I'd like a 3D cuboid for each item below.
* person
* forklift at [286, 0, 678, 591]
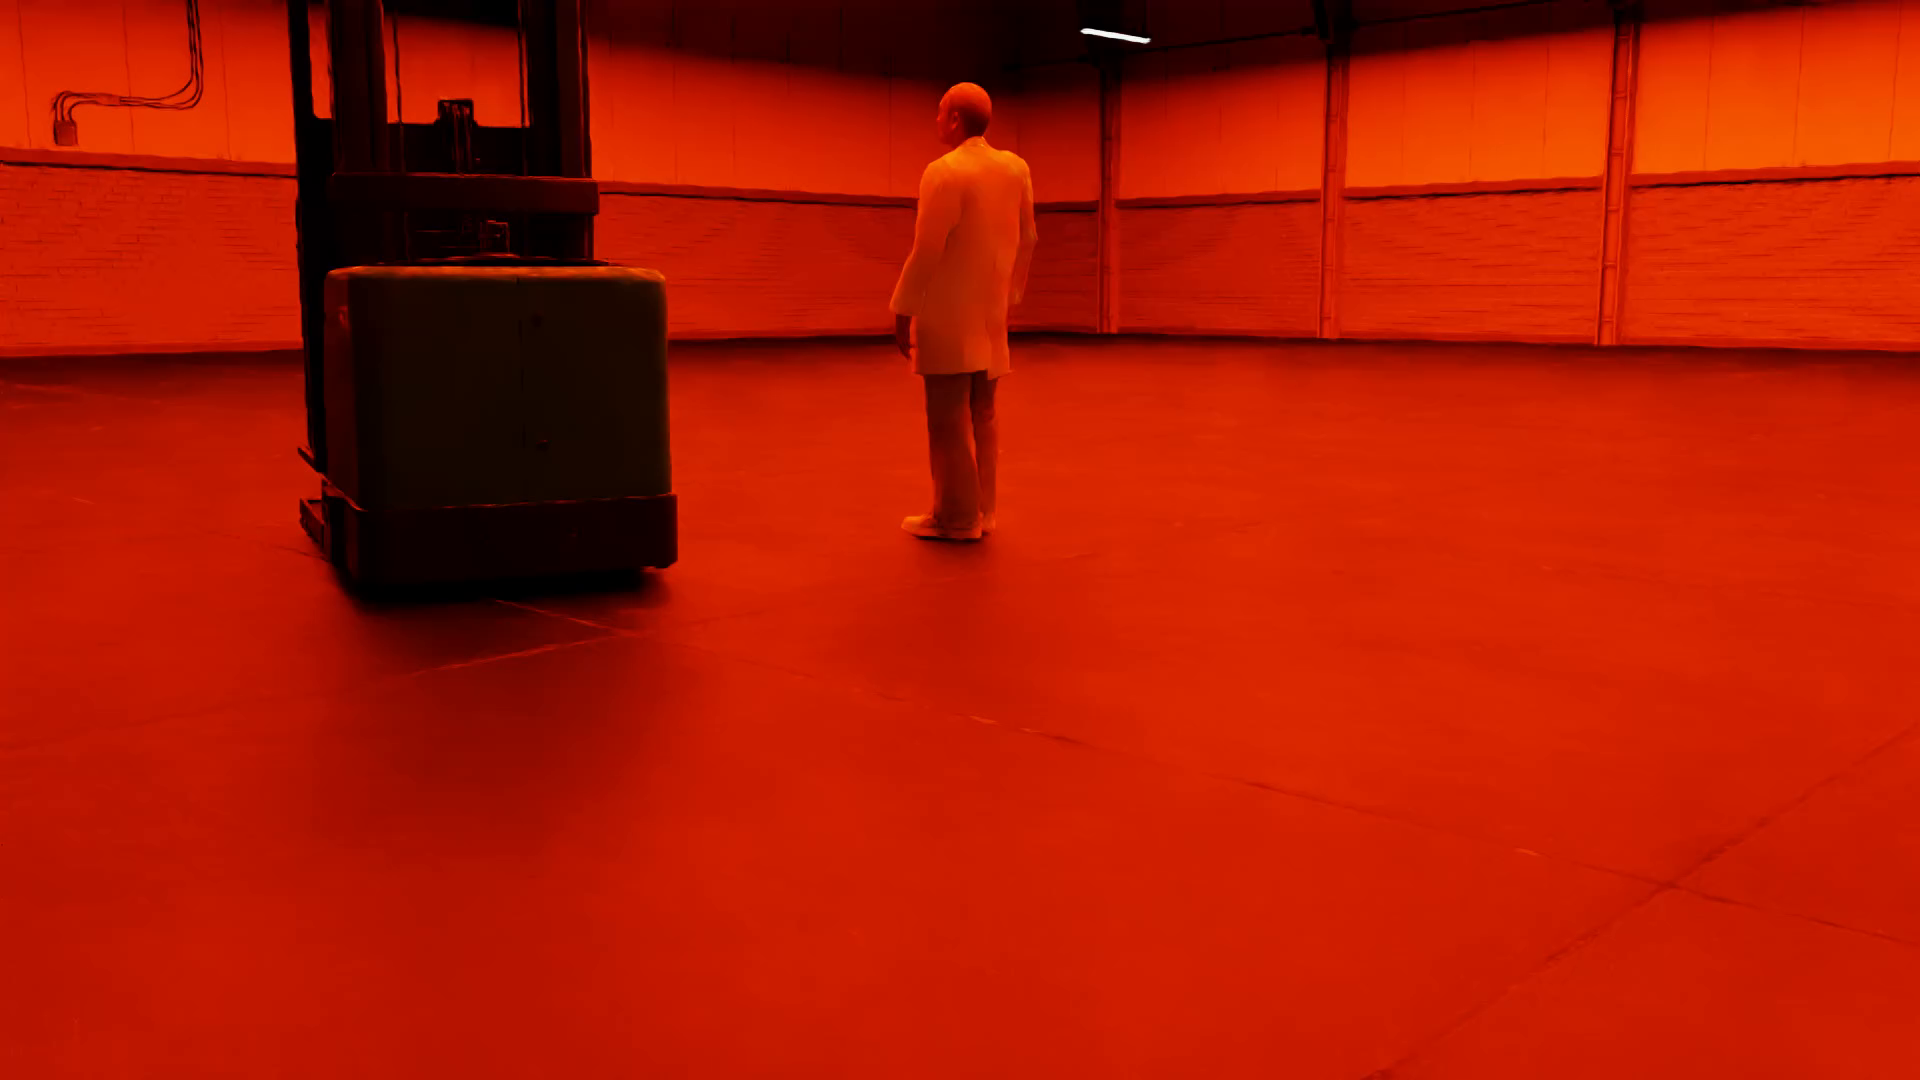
[{"bbox_3d":[-0.062,-0.896,6.650,0.579,1.776,0.694,8,12,43],"label":"person"},{"bbox_3d":[-2.075,-1.465,6.601,1.130,2.935,3.031,-4,10,-26],"label":"forklift"}]
